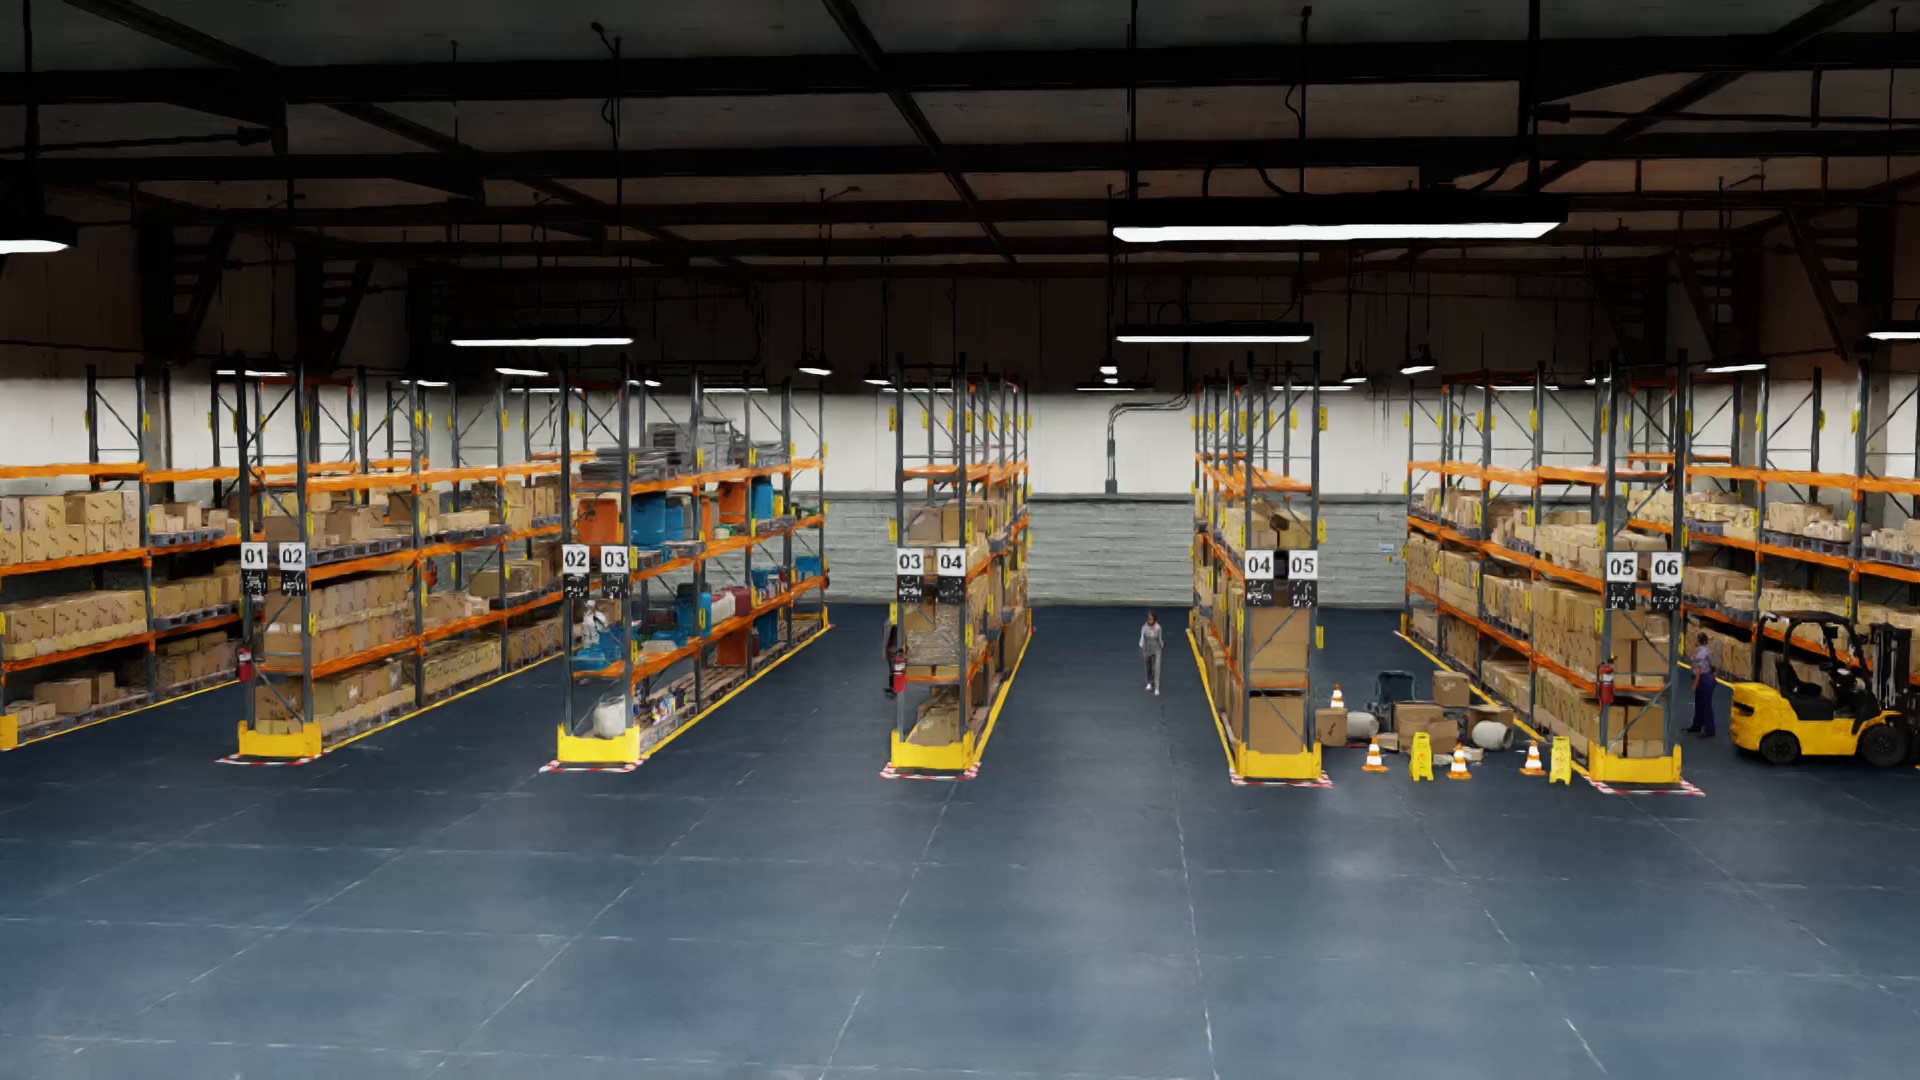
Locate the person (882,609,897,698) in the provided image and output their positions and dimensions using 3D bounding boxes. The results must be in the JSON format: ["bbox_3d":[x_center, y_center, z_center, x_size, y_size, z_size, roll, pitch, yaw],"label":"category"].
[{"bbox_3d":[-1.213,1.975,30.296,0.576,1.718,0.626,3,5,33],"label":"person"}]

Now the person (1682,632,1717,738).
[{"bbox_3d":[11.792,2.288,26.495,0.556,1.644,0.598,3,5,36],"label":"person"}]

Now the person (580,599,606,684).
[{"bbox_3d":[-7.009,1.929,31.902,0.493,1.606,1.001,0,4,4],"label":"person"}]

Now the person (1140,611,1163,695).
[{"bbox_3d":[3.510,2.056,30.543,0.418,1.512,1.034,1,4,9],"label":"person"}]
